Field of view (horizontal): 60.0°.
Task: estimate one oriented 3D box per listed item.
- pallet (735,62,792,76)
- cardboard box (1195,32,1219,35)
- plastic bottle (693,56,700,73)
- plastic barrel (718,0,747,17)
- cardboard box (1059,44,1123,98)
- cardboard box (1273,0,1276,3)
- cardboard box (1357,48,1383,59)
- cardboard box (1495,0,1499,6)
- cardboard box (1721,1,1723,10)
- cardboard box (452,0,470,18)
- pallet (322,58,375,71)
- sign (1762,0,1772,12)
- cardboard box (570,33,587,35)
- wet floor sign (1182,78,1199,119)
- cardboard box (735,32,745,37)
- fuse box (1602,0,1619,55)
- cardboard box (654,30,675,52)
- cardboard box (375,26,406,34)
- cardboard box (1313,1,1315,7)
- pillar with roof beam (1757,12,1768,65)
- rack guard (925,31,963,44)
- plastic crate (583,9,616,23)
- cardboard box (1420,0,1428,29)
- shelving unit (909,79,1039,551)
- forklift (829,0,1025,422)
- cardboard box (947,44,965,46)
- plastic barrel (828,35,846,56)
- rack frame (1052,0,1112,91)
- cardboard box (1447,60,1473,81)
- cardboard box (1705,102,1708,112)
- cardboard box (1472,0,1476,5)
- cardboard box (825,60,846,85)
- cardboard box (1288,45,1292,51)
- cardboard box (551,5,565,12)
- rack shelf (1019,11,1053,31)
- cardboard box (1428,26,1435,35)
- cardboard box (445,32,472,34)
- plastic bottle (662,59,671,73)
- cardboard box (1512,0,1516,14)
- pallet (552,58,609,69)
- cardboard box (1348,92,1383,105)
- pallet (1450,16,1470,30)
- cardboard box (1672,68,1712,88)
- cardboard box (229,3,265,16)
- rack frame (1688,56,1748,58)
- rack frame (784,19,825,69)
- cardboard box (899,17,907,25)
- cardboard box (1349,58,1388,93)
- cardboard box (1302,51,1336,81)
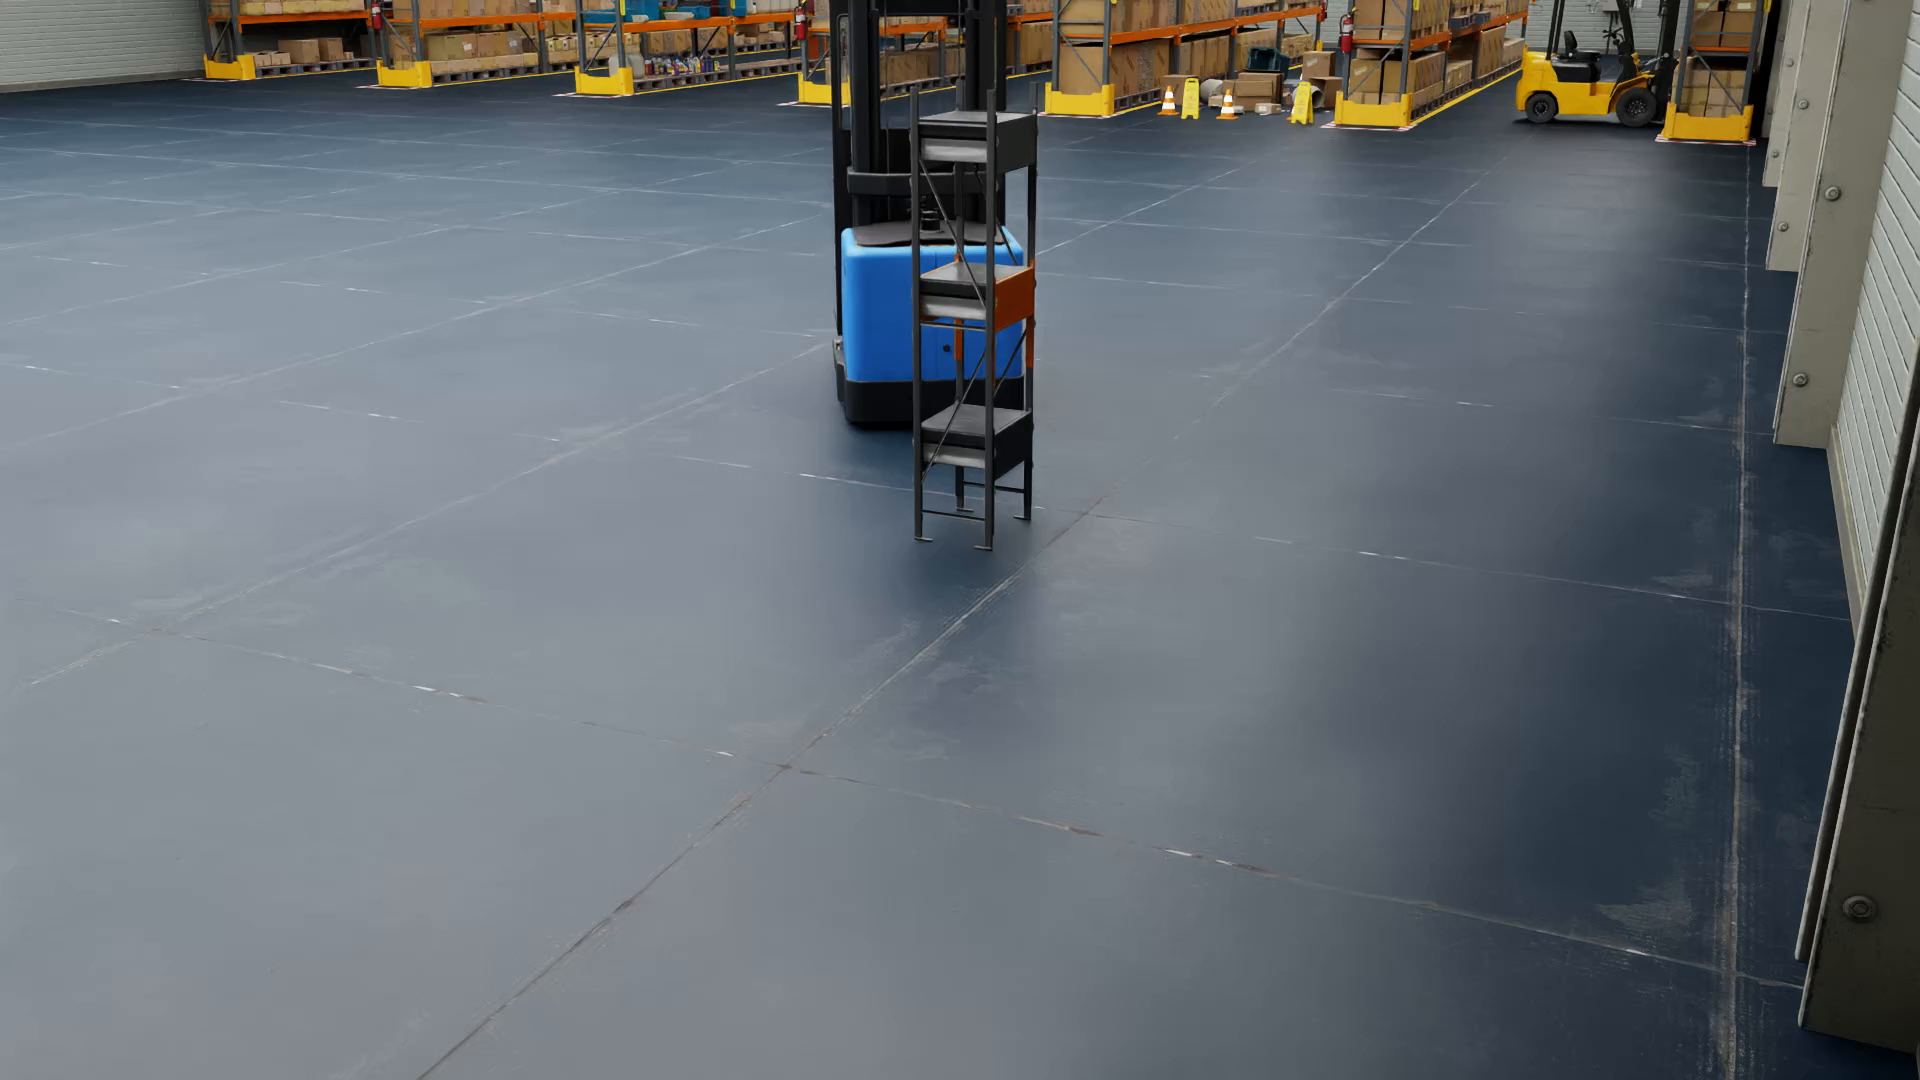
[{"bbox_3d":[-4.521,-10.668,37.650,1.003,0.211,1.213,9,21,23],"label":"pallet"},{"bbox_3d":[5.376,-10.812,35.879,0.500,0.250,0.500,8,21,21],"label":"cardboard box"},{"bbox_3d":[-5.517,-9.927,34.703,0.144,0.351,0.185,8,21,22],"label":"plastic bottle"},{"bbox_3d":[-4.871,-11.675,35.571,0.600,0.901,0.708,9,21,23],"label":"plastic barrel"},{"bbox_3d":[2.276,-8.161,28.984,0.875,0.875,0.875,9,21,23],"label":"cardboard box"},{"bbox_3d":[6.991,-12.347,37.959,0.380,0.149,0.250,8,21,21],"label":"cardboard box"},{"bbox_3d":[6.795,-8.063,27.554,0.380,0.149,0.250,9,22,24],"label":"cardboard box"},{"bbox_3d":[10.973,-11.293,34.724,0.500,0.250,0.500,9,21,24],"label":"cardboard box"},{"bbox_3d":[11.384,-8.144,25.275,0.380,0.149,0.250,8,21,22],"label":"cardboard box"},{"bbox_3d":[-10.839,-11.320,35.174,0.700,0.500,0.500,9,21,23],"label":"cardboard box"},{"bbox_3d":[-14.587,-11.197,39.139,1.003,0.211,1.213,9,21,23],"label":"pallet"},{"bbox_3d":[11.650,-7.787,23.978,0.100,0.325,0.005,9,21,23],"label":"sign"},{"bbox_3d":[-9.086,-11.995,39.860,0.500,0.311,0.500,8,21,21],"label":"cardboard box"},{"bbox_3d":[3.853,-7.358,27.696,0.267,0.644,0.232,5,20,13],"label":"wet floor sign"},{"bbox_3d":[-6.265,-13.871,45.852,0.500,0.311,0.500,9,21,23],"label":"cardboard box"},{"bbox_3d":[17.312,-13.778,44.156,0.539,1.711,0.414,9,21,23],"label":"fuse box"},{"bbox_3d":[-7.529,-12.556,41.871,0.500,0.500,0.500,8,21,21],"label":"cardboard box"},{"bbox_3d":[-13.880,-12.466,40.501,0.500,0.250,0.500,8,21,22],"label":"cardboard box"},{"bbox_3d":[8.599,-13.311,41.297,0.380,0.149,0.250,9,21,23],"label":"cardboard box"},{"bbox_3d":[15.697,-16.429,40.734,9.100,9.000,0.400,9,21,23],"label":"pillar with roof beam"},{"bbox_3d":[-0.394,-13.862,46.199,1.175,0.500,0.348,9,21,23],"label":"rack guard"},{"bbox_3d":[-7.012,-10.263,32.572,0.499,0.251,0.616,9,21,23],"label":"plastic crate"},{"bbox_3d":[7.272,-8.552,26.947,0.500,0.500,0.500,9,22,24],"label":"cardboard box"},{"bbox_3d":[0.068,-1.040,7.759,0.431,2.100,0.503,9,21,23],"label":"shelving unit"},{"bbox_3d":[-0.281,-2.518,10.675,1.130,2.935,3.031,-2,20,-5],"label":"forklift"},{"bbox_3d":[0.154,-10.381,35.757,0.700,0.500,0.500,11,22,27],"label":"cardboard box"},{"bbox_3d":[-3.020,-12.143,40.610,0.600,0.588,0.708,9,21,23],"label":"plastic barrel"},{"bbox_3d":[2.059,-8.748,28.090,1.000,3.000,0.127,9,21,23],"label":"rack frame"},{"bbox_3d":[9.652,-9.334,33.032,0.950,0.372,0.625,7,21,19],"label":"cardboard box"},{"bbox_3d":[11.263,-6.660,25.695,0.500,0.250,0.500,9,21,23],"label":"cardboard box"},{"bbox_3d":[9.552,-10.439,31.626,0.500,0.500,0.500,7,21,19],"label":"cardboard box"},{"bbox_3d":[-2.154,-8.668,30.970,0.500,0.500,0.500,13,23,33],"label":"cardboard box"},{"bbox_3d":[7.749,-11.810,39.885,0.380,0.149,0.250,10,22,25],"label":"cardboard box"},{"bbox_3d":[-9.274,-12.167,38.079,0.380,0.149,0.250,9,21,23],"label":"cardboard box"},{"bbox_3d":[1.670,-12.177,38.807,1.077,0.370,4.000,9,21,23],"label":"rack shelf"},{"bbox_3d":[7.783,-8.595,28.036,0.380,0.149,0.250,9,21,23],"label":"cardboard box"},{"bbox_3d":[-10.911,-10.741,36.051,0.500,0.500,0.500,9,21,23],"label":"cardboard box"},{"bbox_3d":[-6.121,-9.896,34.726,0.152,0.276,0.135,9,21,23],"label":"plastic bottle"},{"bbox_3d":[12.171,-12.076,37.299,0.500,0.500,0.500,9,21,23],"label":"cardboard box"},{"bbox_3d":[-9.059,-11.334,39.522,1.003,0.211,1.213,9,21,23],"label":"pallet"},{"bbox_3d":[6.711,-7.293,27.477,0.500,0.250,0.500,8,21,22],"label":"cardboard box"},{"bbox_3d":[8.700,-9.446,30.339,1.003,0.211,1.213,9,21,23],"label":"pallet"},{"bbox_3d":[11.050,-6.977,25.094,0.500,0.250,0.500,9,22,25],"label":"cardboard box"},{"bbox_3d":[-15.492,-11.543,36.143,0.500,0.250,0.500,8,21,21],"label":"cardboard box"},{"bbox_3d":[12.784,-8.642,27.794,1.000,3.000,0.127,9,21,23],"label":"rack frame"},{"bbox_3d":[-3.668,-12.585,38.878,1.000,3.000,0.127,9,21,23],"label":"rack frame"},{"bbox_3d":[-1.234,-10.001,31.989,0.380,0.149,0.250,9,21,23],"label":"cardboard box"},{"bbox_3d":[6.706,-7.636,27.321,0.500,0.500,0.500,9,21,23],"label":"cardboard box"},{"bbox_3d":[6.618,-8.737,30.659,0.500,0.500,0.500,9,21,23],"label":"cardboard box"}]
